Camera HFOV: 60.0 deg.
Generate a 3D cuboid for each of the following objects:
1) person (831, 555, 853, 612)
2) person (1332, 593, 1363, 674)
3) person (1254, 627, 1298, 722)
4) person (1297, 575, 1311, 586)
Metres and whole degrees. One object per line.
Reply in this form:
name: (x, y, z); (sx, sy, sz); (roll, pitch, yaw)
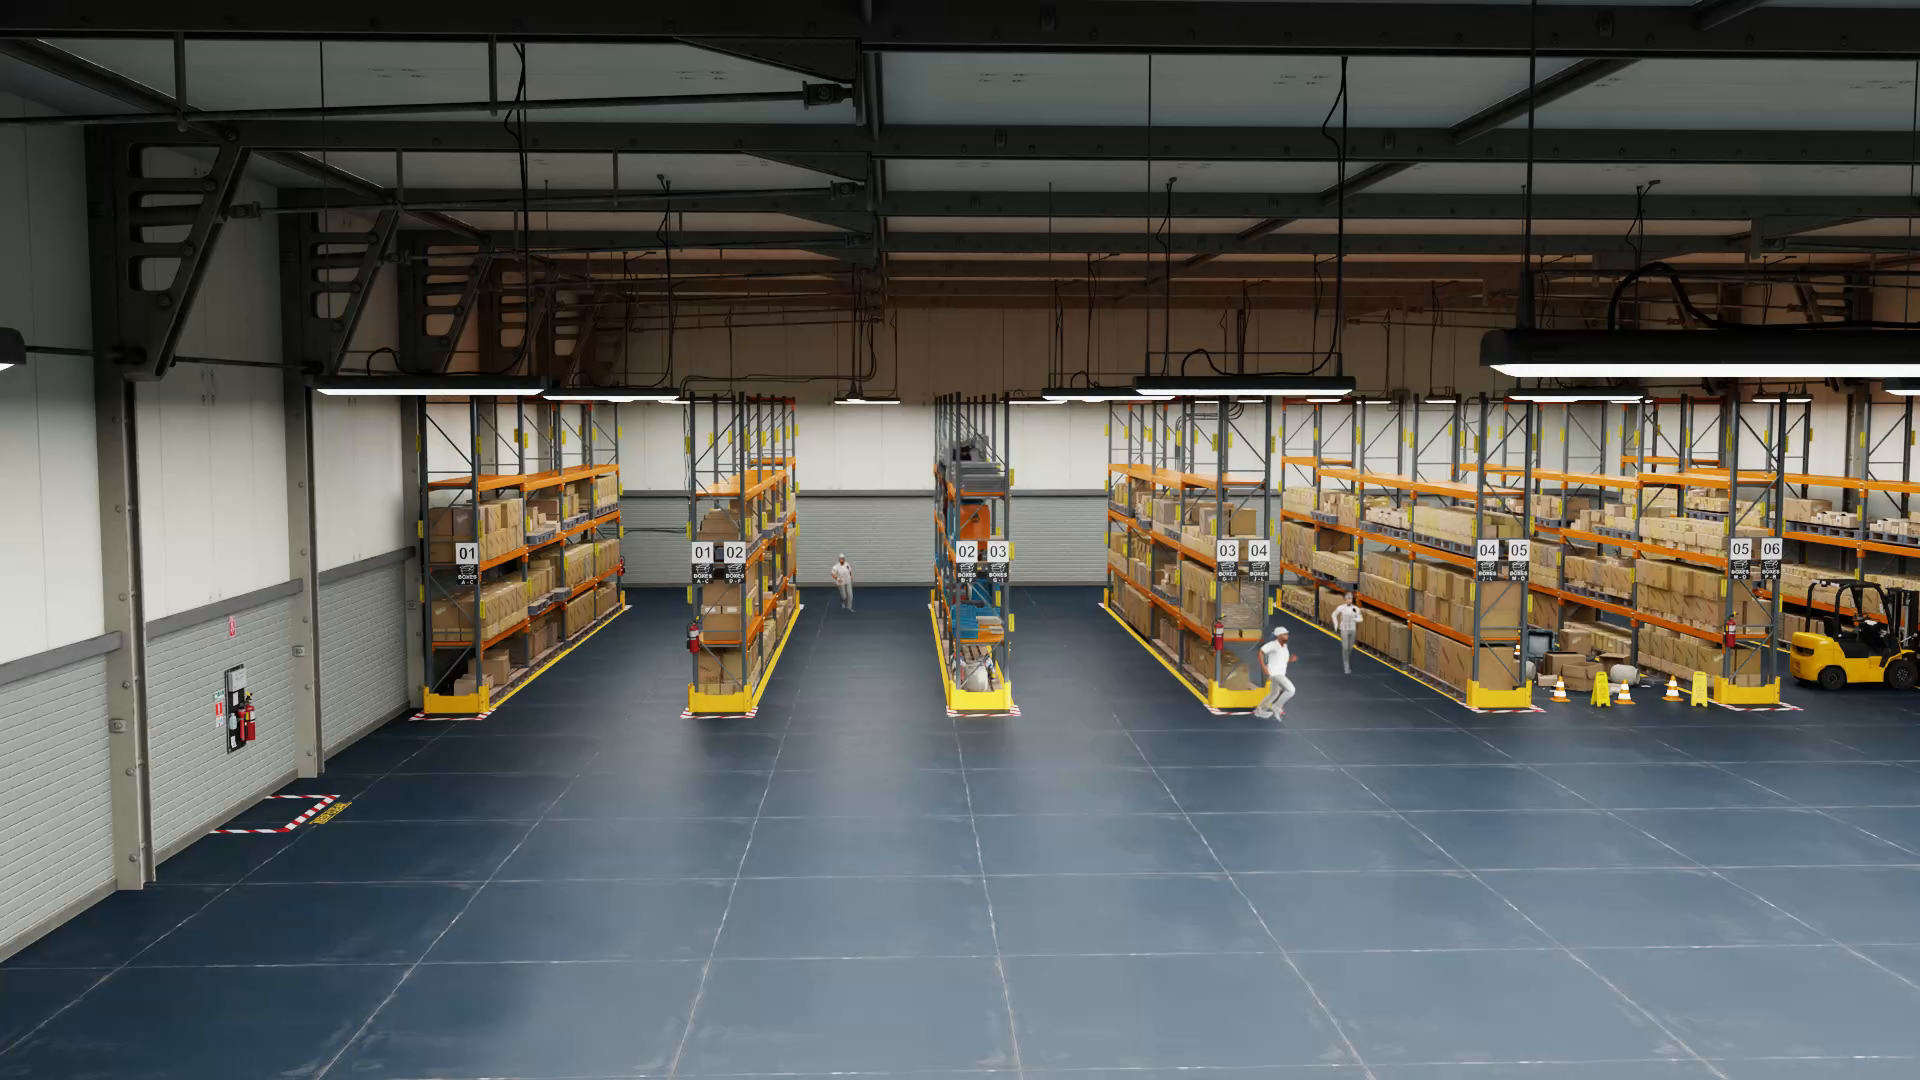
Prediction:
person: (-3.273, 1.205, 46.494); (0.633, 1.606, 0.608); (-2, 5, -25)
person: (8.385, 1.975, 35.928); (0.599, 1.708, 0.878); (0, 5, -3)
person: (5.730, 2.430, 30.141); (0.786, 1.727, 0.671); (2, 5, 26)
person: (10.237, 0.941, 49.138); (0.907, 1.660, 0.569); (-2, 5, -28)
